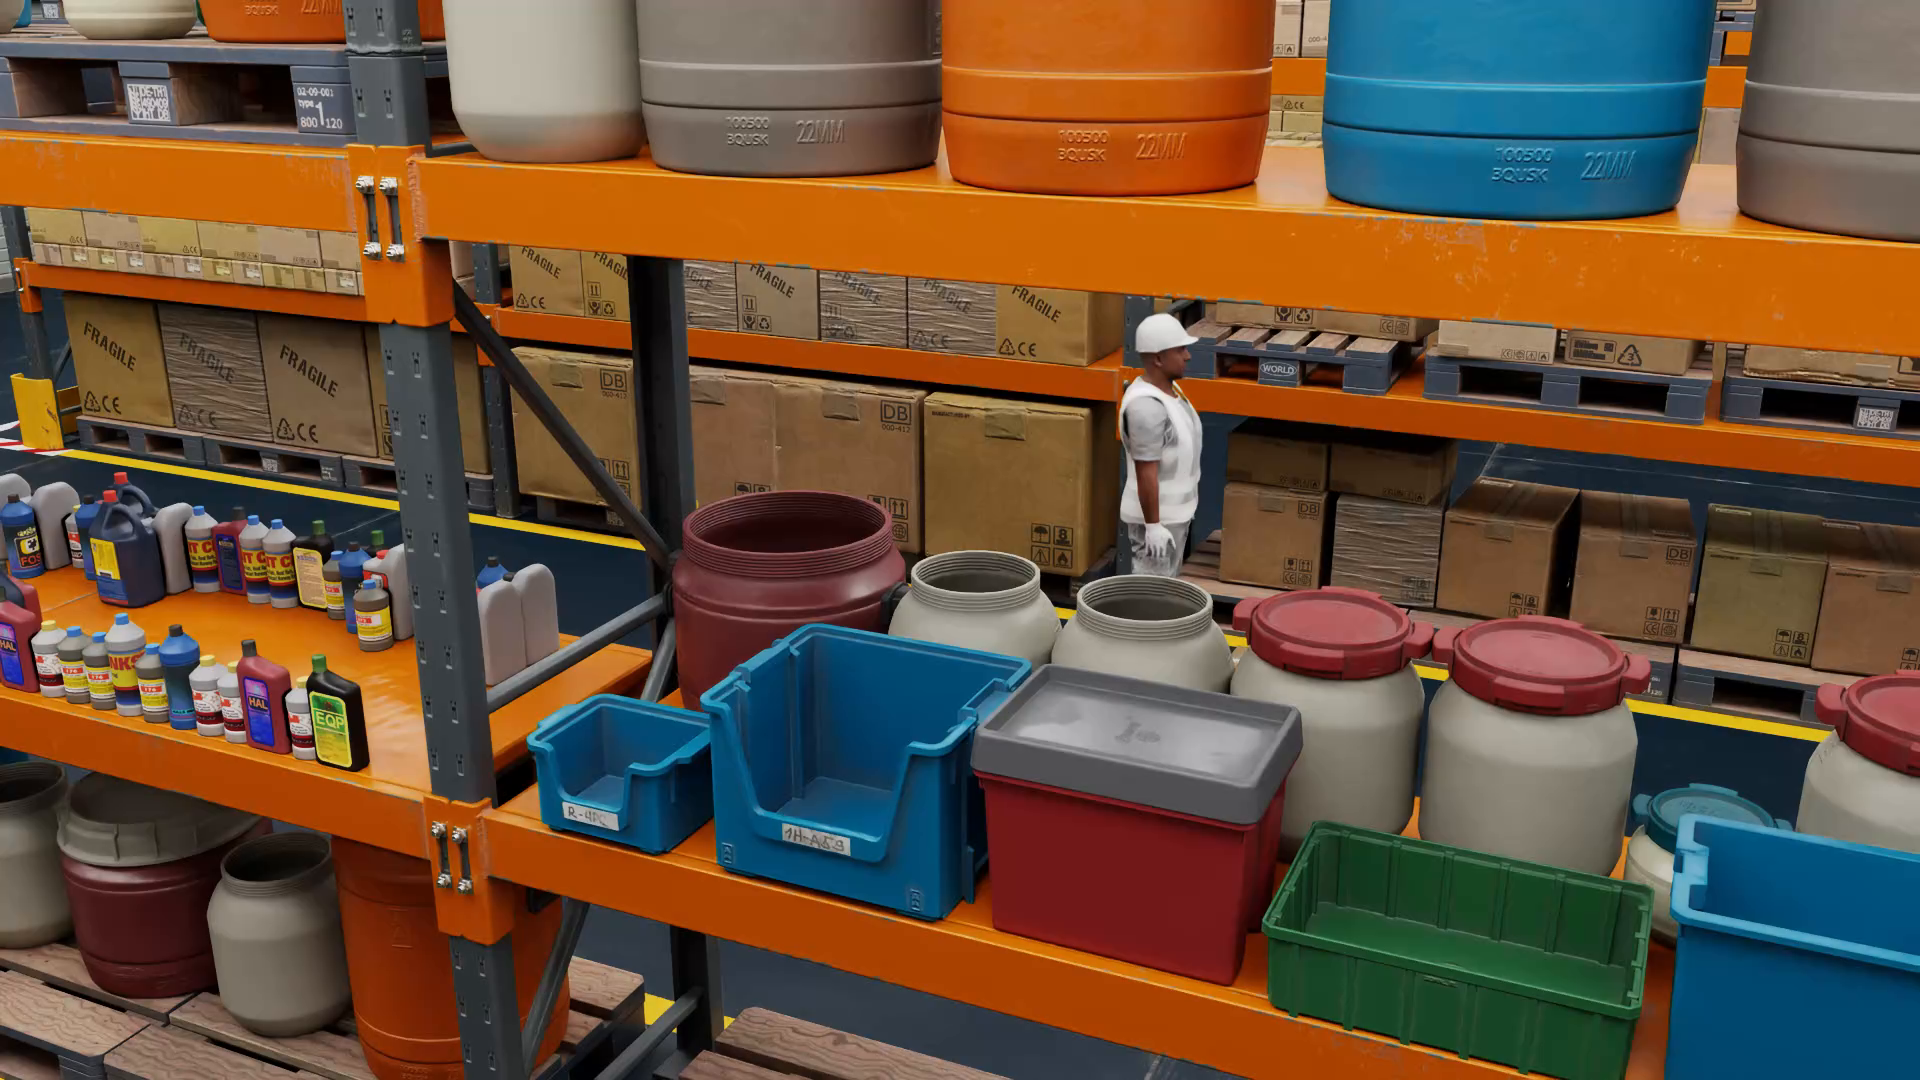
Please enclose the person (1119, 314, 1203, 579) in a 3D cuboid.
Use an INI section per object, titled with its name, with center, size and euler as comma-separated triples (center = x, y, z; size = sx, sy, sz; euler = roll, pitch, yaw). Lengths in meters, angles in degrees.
[person]
center = 0.882, -0.111, 7.353
size = 0.357, 1.785, 0.548
euler = 5, 19, 13
